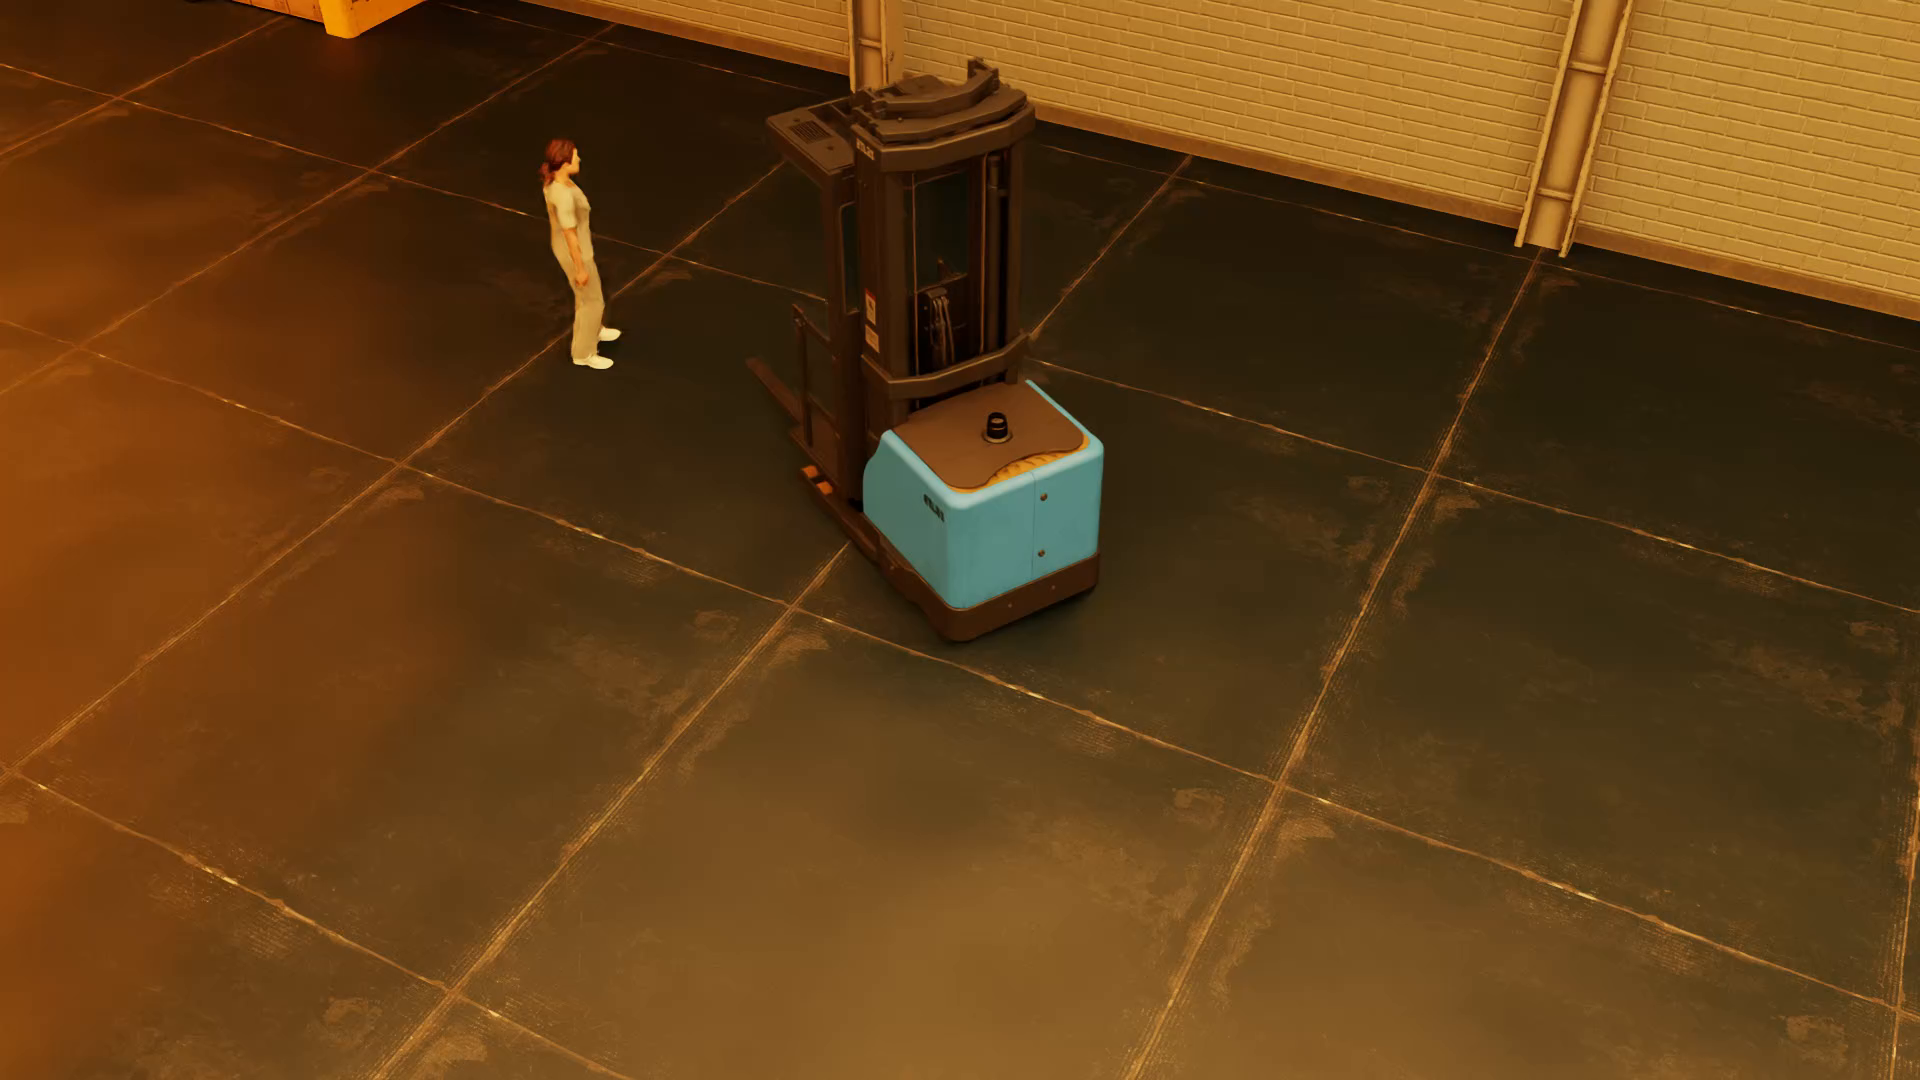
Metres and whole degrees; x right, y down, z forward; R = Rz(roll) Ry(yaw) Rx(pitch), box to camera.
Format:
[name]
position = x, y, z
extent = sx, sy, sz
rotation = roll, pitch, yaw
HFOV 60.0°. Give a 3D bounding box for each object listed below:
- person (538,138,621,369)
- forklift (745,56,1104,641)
[person]
position = -2.581, -1.971, 11.314
extent = 0.421, 1.660, 0.607
rotation = -17, 43, -19
[forklift]
position = -0.386, -1.469, 9.731
extent = 1.130, 2.935, 3.031
rotation = -22, 45, -24
